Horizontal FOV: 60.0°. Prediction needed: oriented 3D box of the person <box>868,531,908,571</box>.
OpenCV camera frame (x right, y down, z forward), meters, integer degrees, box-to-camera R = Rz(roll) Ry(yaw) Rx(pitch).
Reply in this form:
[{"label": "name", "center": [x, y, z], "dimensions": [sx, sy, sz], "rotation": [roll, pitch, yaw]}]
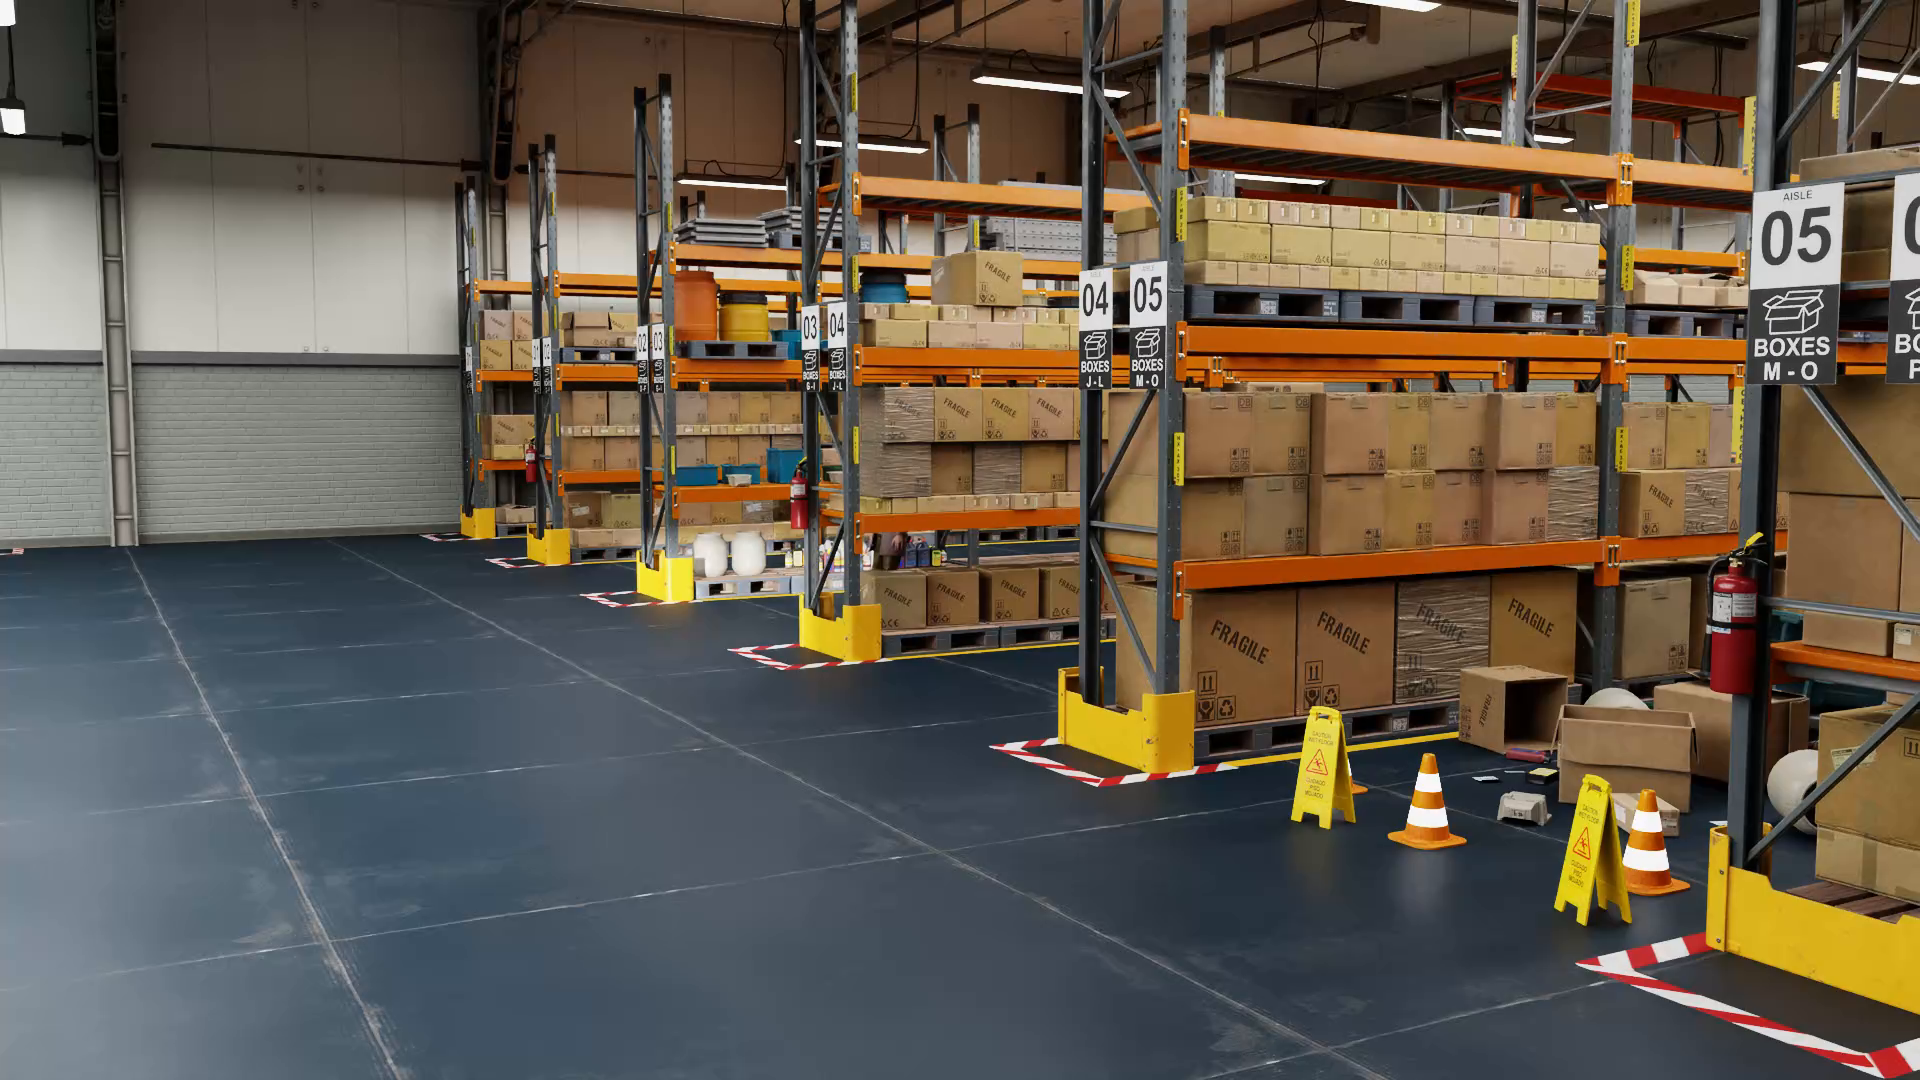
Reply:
[{"label": "person", "center": [-0.770, -0.056, 17.844], "dimensions": [0.428, 1.773, 0.651], "rotation": [-3, 6, -32]}]
